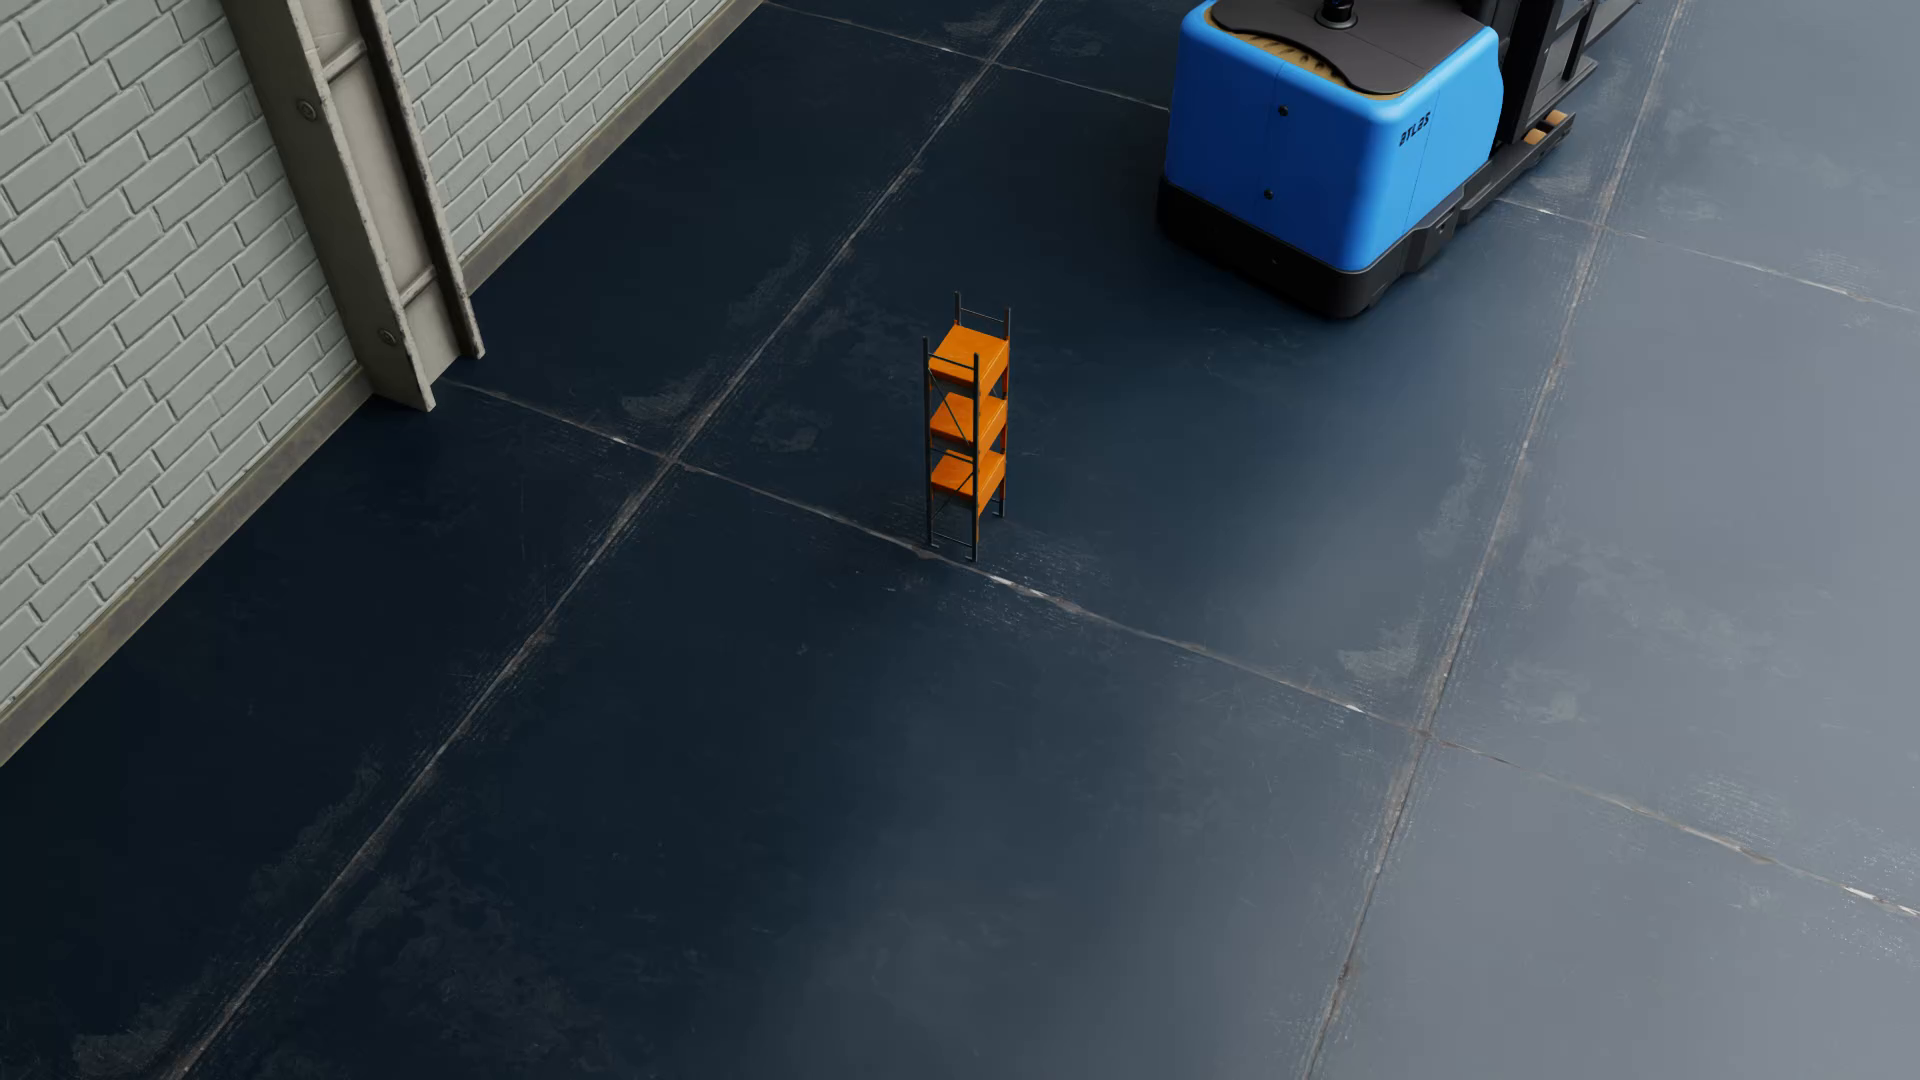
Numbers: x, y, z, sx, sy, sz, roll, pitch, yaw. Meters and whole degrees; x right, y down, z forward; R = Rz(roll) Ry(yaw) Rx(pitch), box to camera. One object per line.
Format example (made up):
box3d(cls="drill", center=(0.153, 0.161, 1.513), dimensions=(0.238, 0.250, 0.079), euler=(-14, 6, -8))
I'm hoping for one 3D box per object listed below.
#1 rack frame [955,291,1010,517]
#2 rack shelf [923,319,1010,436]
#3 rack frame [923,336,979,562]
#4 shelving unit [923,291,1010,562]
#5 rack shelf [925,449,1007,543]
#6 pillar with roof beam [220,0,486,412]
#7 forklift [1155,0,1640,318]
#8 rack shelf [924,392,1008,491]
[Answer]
box3d(cls="rack frame", center=(0.075, -0.461, 5.953), dimensions=(0.200, 1.050, 0.008), euler=(20, 52, 16))
box3d(cls="rack shelf", center=(0.023, -0.554, 5.673), dimensions=(0.215, 0.259, 0.240), euler=(20, 52, 16))
box3d(cls="rack frame", center=(-0.029, -0.293, 5.810), dimensions=(0.200, 1.050, 0.008), euler=(20, 52, 16))
box3d(cls="shelving unit", center=(0.023, -0.377, 5.882), dimensions=(0.215, 1.050, 0.252), euler=(20, 52, 16))
box3d(cls="rack shelf", center=(0.023, -0.190, 6.101), dimensions=(0.215, 0.259, 0.240), euler=(20, 52, 16))
box3d(cls="pillar with roof beam", center=(1.700, -2.214, 2.225), dimensions=(9.100, 9.000, 0.400), euler=(20, 52, 16))
box3d(cls="forklift", center=(2.223, -2.923, 6.812), dimensions=(1.130, 2.935, 3.031), euler=(34, 58, 26))
box3d(cls="rack shelf", center=(0.023, -0.370, 5.890), dimensions=(0.215, 0.259, 0.240), euler=(20, 52, 16))
